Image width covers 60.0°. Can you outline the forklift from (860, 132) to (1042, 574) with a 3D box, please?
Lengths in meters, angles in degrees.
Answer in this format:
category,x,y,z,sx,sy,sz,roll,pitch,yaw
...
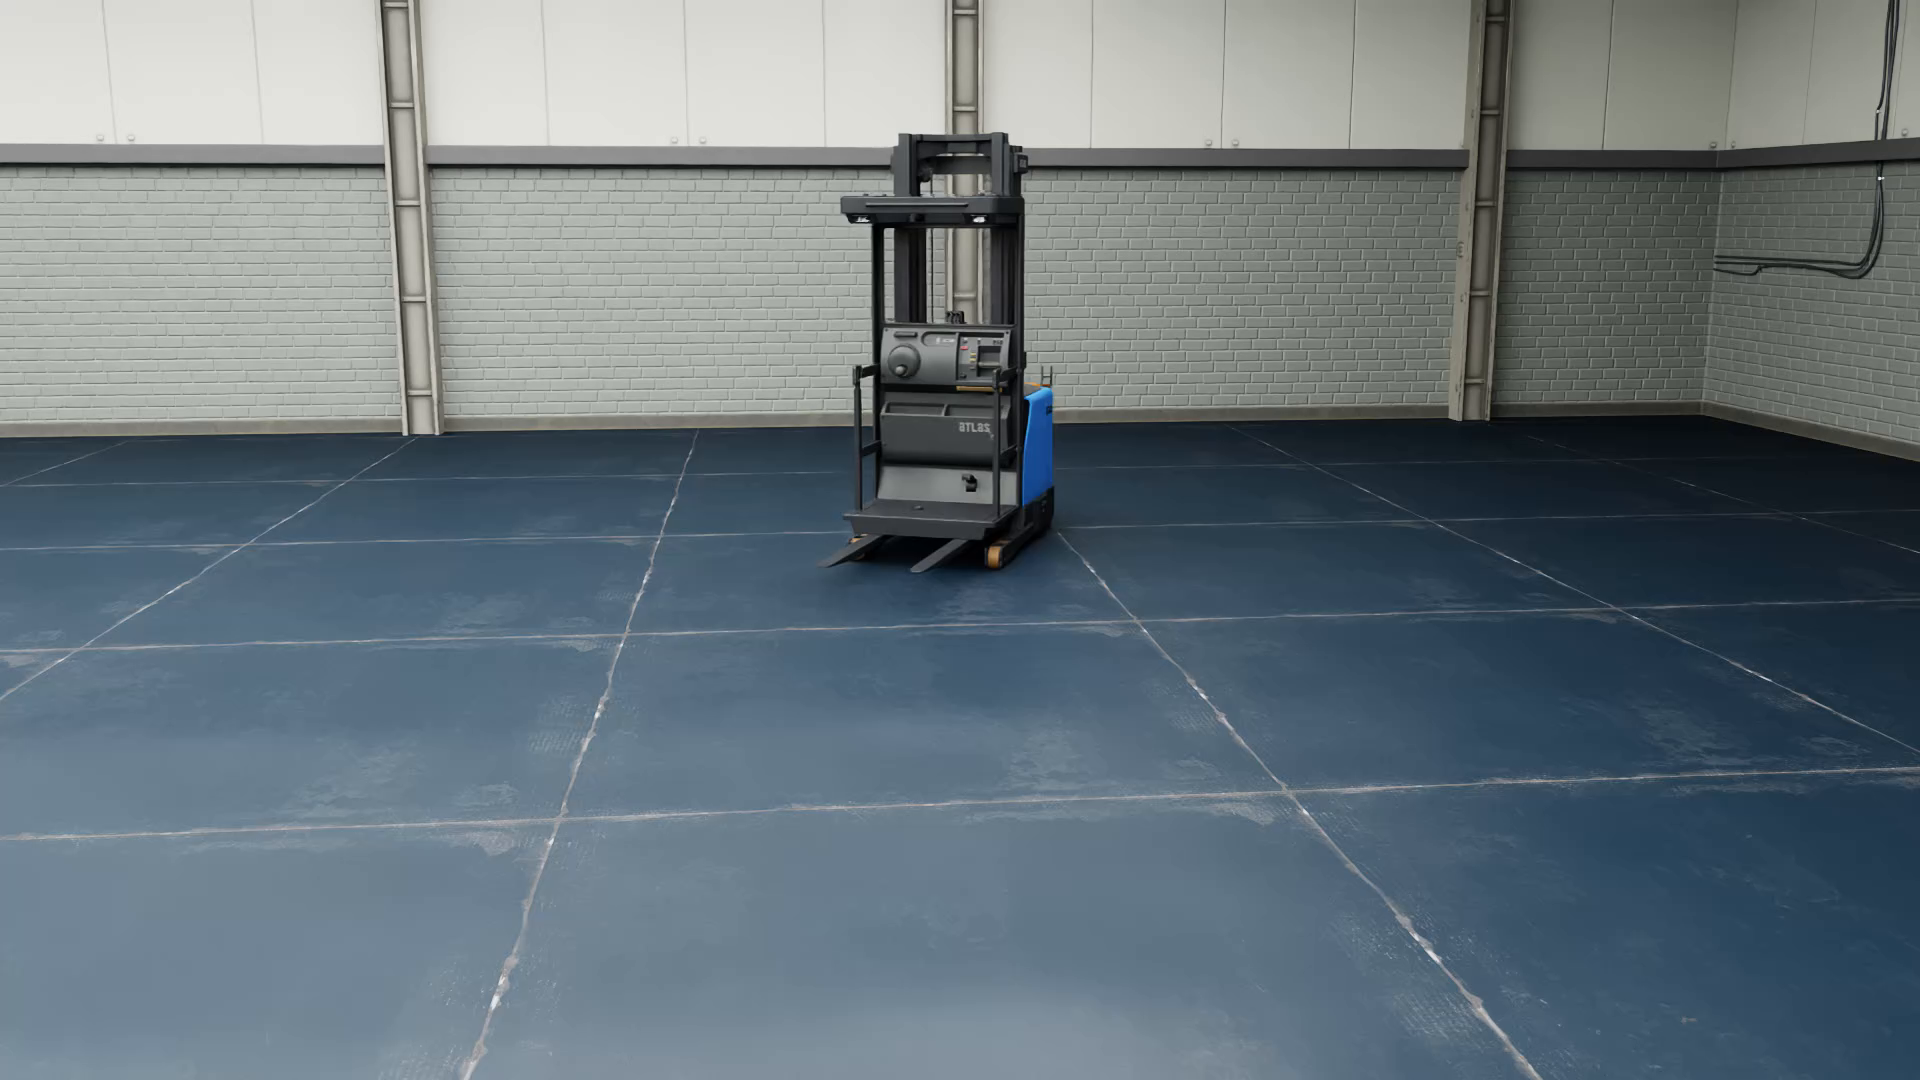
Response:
category,x,y,z,sx,sy,sz,roll,pitch,yaw
forklift,-0.067,-1.315,11.459,1.130,2.935,3.031,1,11,7

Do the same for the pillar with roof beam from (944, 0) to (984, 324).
category,x,y,z,sx,sy,sz,roll,pitch,yaw
pillar with roof beam,0.509,-4.895,13.939,0.400,9.000,9.100,-1,11,-6

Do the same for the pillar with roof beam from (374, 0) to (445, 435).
category,x,y,z,sx,sy,sz,roll,pitch,yaw
pillar with roof beam,-5.456,-4.770,13.304,0.400,9.000,9.100,-1,11,-6

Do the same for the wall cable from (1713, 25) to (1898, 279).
category,x,y,z,sx,sy,sz,roll,pitch,yaw
wall cable,9.081,-4.130,18.096,0.112,2.526,3.097,-1,11,-6

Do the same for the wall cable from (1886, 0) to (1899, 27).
category,x,y,z,sx,sy,sz,roll,pitch,yaw
wall cable,9.373,-6.089,14.970,0.112,2.526,3.097,-1,11,-6

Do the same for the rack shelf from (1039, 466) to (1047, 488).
category,x,y,z,sx,sy,sz,roll,pitch,yaw
rack shelf,0.444,-0.518,13.271,0.480,0.148,0.258,3,11,14

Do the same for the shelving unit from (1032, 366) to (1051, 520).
category,x,y,z,sx,sy,sz,roll,pitch,yaw
shelving unit,0.444,-0.779,13.219,0.503,1.200,0.258,3,11,14

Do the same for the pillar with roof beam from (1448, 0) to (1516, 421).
category,x,y,z,sx,sy,sz,roll,pitch,yaw
pillar with roof beam,6.474,-5.020,14.575,0.400,9.000,9.100,-1,11,-6

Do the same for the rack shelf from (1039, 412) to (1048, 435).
category,x,y,z,sx,sy,sz,roll,pitch,yaw
rack shelf,0.444,-0.932,13.189,0.480,0.148,0.258,3,11,14

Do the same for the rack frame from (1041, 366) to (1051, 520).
category,x,y,z,sx,sy,sz,roll,pitch,yaw
rack frame,0.680,-0.767,13.160,0.015,1.200,0.240,3,11,14

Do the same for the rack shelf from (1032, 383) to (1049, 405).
category,x,y,z,sx,sy,sz,roll,pitch,yaw
rack shelf,0.444,-1.164,13.144,0.480,0.148,0.258,3,11,14

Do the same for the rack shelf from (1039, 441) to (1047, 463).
category,x,y,z,sx,sy,sz,roll,pitch,yaw
rack shelf,0.444,-0.713,13.232,0.480,0.148,0.258,3,11,14
